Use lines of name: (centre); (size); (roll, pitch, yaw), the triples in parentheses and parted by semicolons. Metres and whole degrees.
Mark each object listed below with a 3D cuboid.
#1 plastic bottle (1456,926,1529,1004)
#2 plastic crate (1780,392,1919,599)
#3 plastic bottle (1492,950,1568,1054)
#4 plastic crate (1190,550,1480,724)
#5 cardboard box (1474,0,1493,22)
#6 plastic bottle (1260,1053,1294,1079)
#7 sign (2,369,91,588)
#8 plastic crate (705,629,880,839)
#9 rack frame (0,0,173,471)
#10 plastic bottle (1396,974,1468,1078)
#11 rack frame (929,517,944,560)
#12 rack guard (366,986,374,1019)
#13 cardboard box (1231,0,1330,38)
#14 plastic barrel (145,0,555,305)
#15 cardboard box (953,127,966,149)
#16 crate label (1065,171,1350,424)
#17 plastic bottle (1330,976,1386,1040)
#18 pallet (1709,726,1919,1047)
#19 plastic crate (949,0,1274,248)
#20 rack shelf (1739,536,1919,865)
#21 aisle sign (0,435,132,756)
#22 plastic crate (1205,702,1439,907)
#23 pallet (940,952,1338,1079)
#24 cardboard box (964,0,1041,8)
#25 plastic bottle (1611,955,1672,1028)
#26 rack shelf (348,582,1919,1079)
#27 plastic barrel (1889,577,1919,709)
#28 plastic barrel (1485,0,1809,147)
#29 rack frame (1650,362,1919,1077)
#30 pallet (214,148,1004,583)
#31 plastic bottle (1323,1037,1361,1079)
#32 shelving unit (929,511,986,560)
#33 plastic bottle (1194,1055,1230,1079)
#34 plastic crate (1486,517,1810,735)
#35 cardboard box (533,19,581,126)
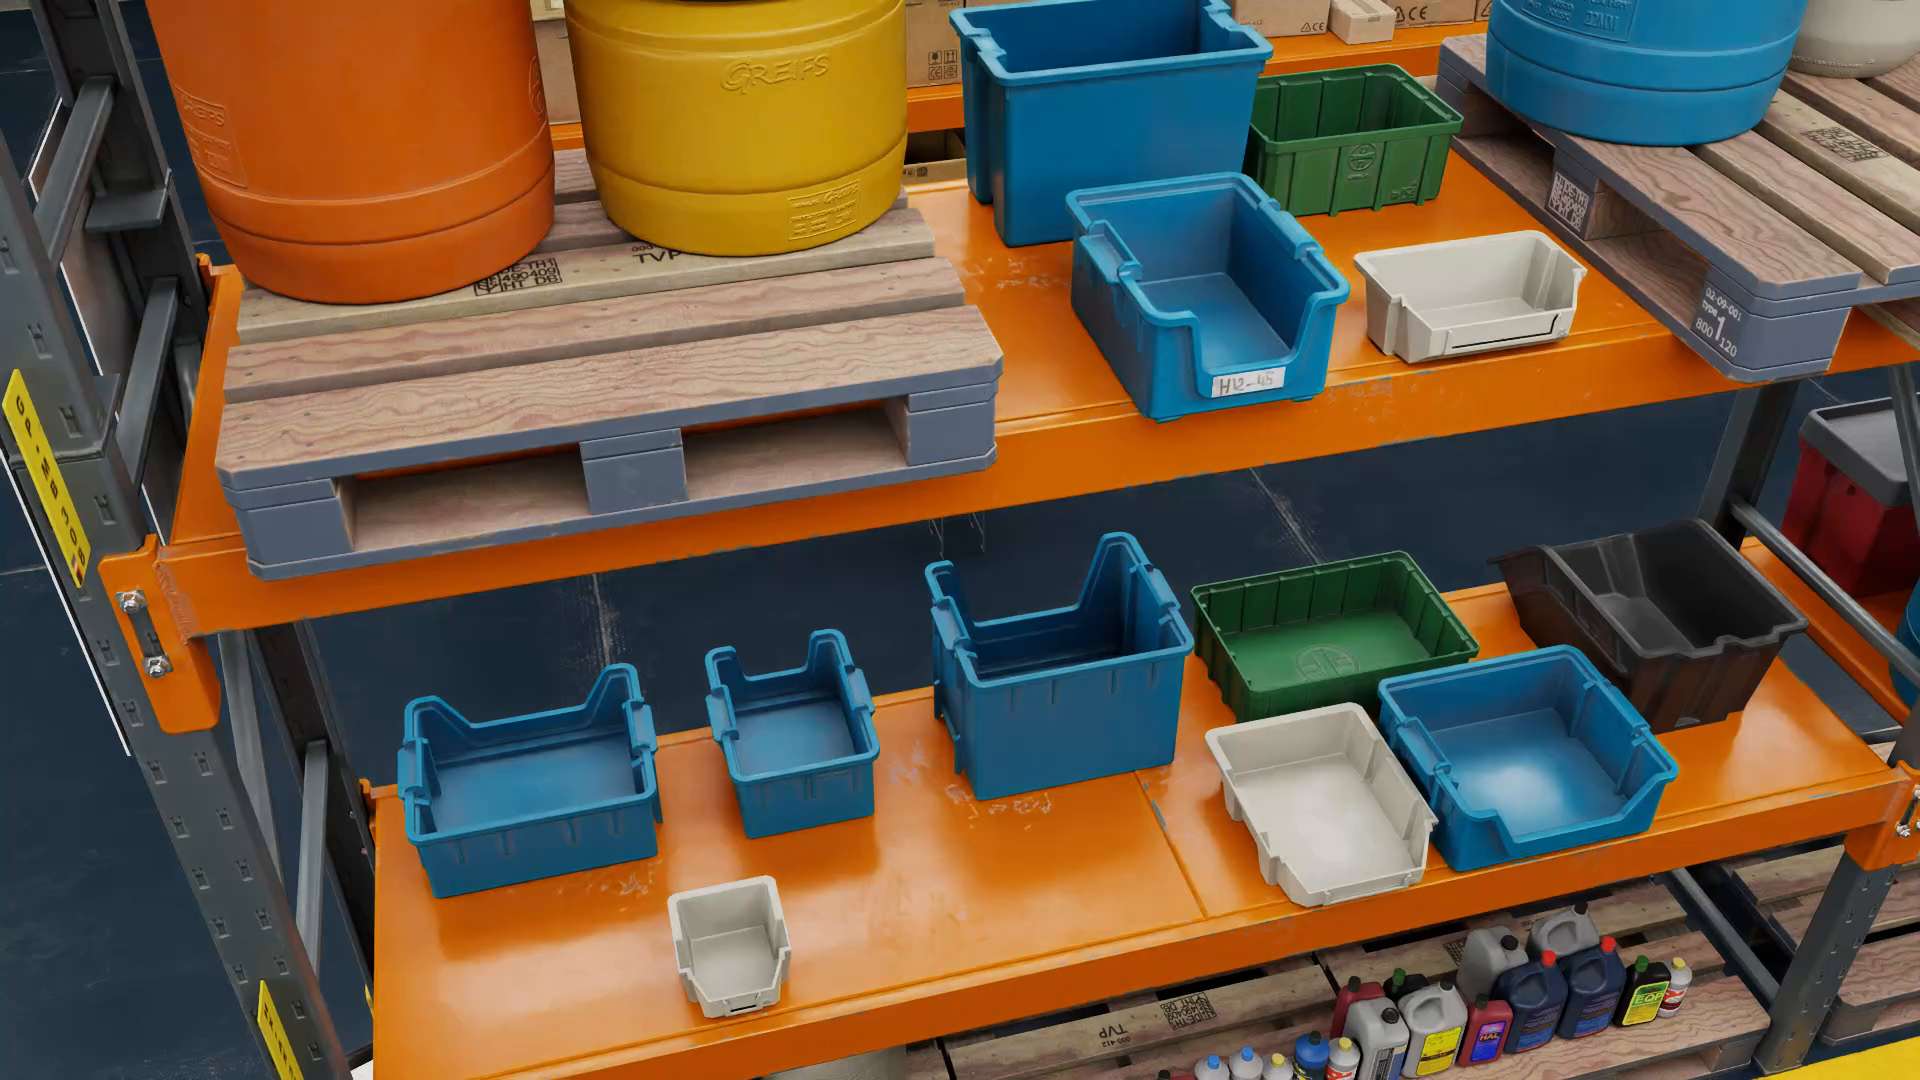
plastic bottle: (1.603, 1.278, 4.990); (0.135, 0.276, 0.152); (-9, 38, -12)
plastic crate: (2.786, -0.129, 4.897); (0.583, 0.464, 0.402); (-9, 38, -12)
plastic bottle: (1.666, 1.331, 4.859); (0.185, 0.351, 0.144); (-11, 39, -14)
plastic crate: (1.014, 0.286, 4.582); (0.662, 0.188, 0.450); (-9, 38, -12)
cardboard box: (2.848, -3.068, 8.710); (0.500, 0.500, 0.500); (-9, 38, -12)
plastic bottle: (0.891, 1.533, 4.719); (0.097, 0.201, 0.097); (0, 37, 0)
sign: (-1.324, -0.085, 2.417); (0.005, 0.325, 0.100); (-9, 38, -12)
plastic crate: (-0.430, 0.491, 4.262); (0.408, 0.251, 0.499); (-9, 38, -12)
rack frame: (-1.464, -1.597, 1.931); (0.127, 3.000, 1.000); (-9, 38, -12)
plastic bottle: (1.354, 1.382, 4.792); (0.185, 0.351, 0.144); (-10, 38, -12)
rack frame: (-0.102, -0.460, 6.864); (0.006, 1.200, 0.240); (-9, 38, -12)
rack guard: (-1.402, 1.739, 4.565); (0.348, 0.500, 1.175); (-9, 38, -12)
cardboard box: (1.574, -2.798, 8.562); (0.500, 0.250, 0.500); (-7, 38, -9)
plastic barrel: (-1.028, -0.894, 2.782); (0.708, 0.830, 0.600); (-9, 38, -12)
cardboard box: (0.234, -1.852, 8.503); (0.500, 0.500, 0.500); (-9, 38, -12)
crate label: (0.430, -0.449, 3.022); (0.408, 0.251, 0.502); (-9, 38, -12)
plastic bottle: (1.168, 1.370, 4.863); (0.133, 0.283, 0.061); (-9, 38, -12)
pallet: (3.146, 1.113, 5.621); (1.213, 0.211, 1.003); (-9, 38, -12)
plastic crate: (0.299, -0.878, 3.473); (0.575, 0.384, 0.392); (-9, 38, -12)
rack shelf: (4.329, 0.121, 5.215); (4.000, 0.370, 1.077); (-9, 38, -12)
aisle sign: (-1.457, -0.063, 2.724); (0.004, 0.787, 0.394); (-9, 38, -12)
plastic crate: (0.896, 0.663, 4.132); (0.437, 0.136, 0.530); (-9, 38, -12)
pallet: (0.559, 1.537, 5.067); (1.213, 0.211, 1.003); (-9, 38, -12)
cardboard box: (0.176, -2.632, 8.140); (0.500, 0.500, 0.700); (-10, 38, -12)
plastic bottle: (2.020, 1.326, 4.921); (0.133, 0.283, 0.061); (-7, 38, -10)
rack shelf: (0.467, 0.755, 4.386); (4.000, 0.370, 1.077); (-9, 38, -12)
plastic barrel: (2.850, 0.070, 4.277); (0.708, 0.901, 0.600); (-9, 38, -12)
plastic barrel: (1.409, -1.310, 3.267); (0.708, 0.901, 0.600); (-9, 38, -12)
rack frame: (2.398, 0.152, 4.582); (0.127, 3.000, 1.000); (-9, 38, -12)
pallet: (-0.639, -0.404, 2.996); (1.213, 0.211, 1.003); (-9, 38, -12)
plastic bottle: (1.090, 1.500, 4.761); (0.097, 0.201, 0.097); (0, 37, 0)
shelving unit: (-0.014, -0.474, 6.882); (0.189, 1.200, 0.258); (-9, 38, -12)
plastic bottle: (0.699, 1.536, 4.656); (0.097, 0.271, 0.097); (0, 37, 0)
plastic crate: (1.860, 0.185, 4.590); (0.504, 0.338, 0.767); (-9, 38, -12)
cardboard box: (-1.792, -2.312, 7.721); (0.500, 0.500, 0.700); (-8, 38, -11)
